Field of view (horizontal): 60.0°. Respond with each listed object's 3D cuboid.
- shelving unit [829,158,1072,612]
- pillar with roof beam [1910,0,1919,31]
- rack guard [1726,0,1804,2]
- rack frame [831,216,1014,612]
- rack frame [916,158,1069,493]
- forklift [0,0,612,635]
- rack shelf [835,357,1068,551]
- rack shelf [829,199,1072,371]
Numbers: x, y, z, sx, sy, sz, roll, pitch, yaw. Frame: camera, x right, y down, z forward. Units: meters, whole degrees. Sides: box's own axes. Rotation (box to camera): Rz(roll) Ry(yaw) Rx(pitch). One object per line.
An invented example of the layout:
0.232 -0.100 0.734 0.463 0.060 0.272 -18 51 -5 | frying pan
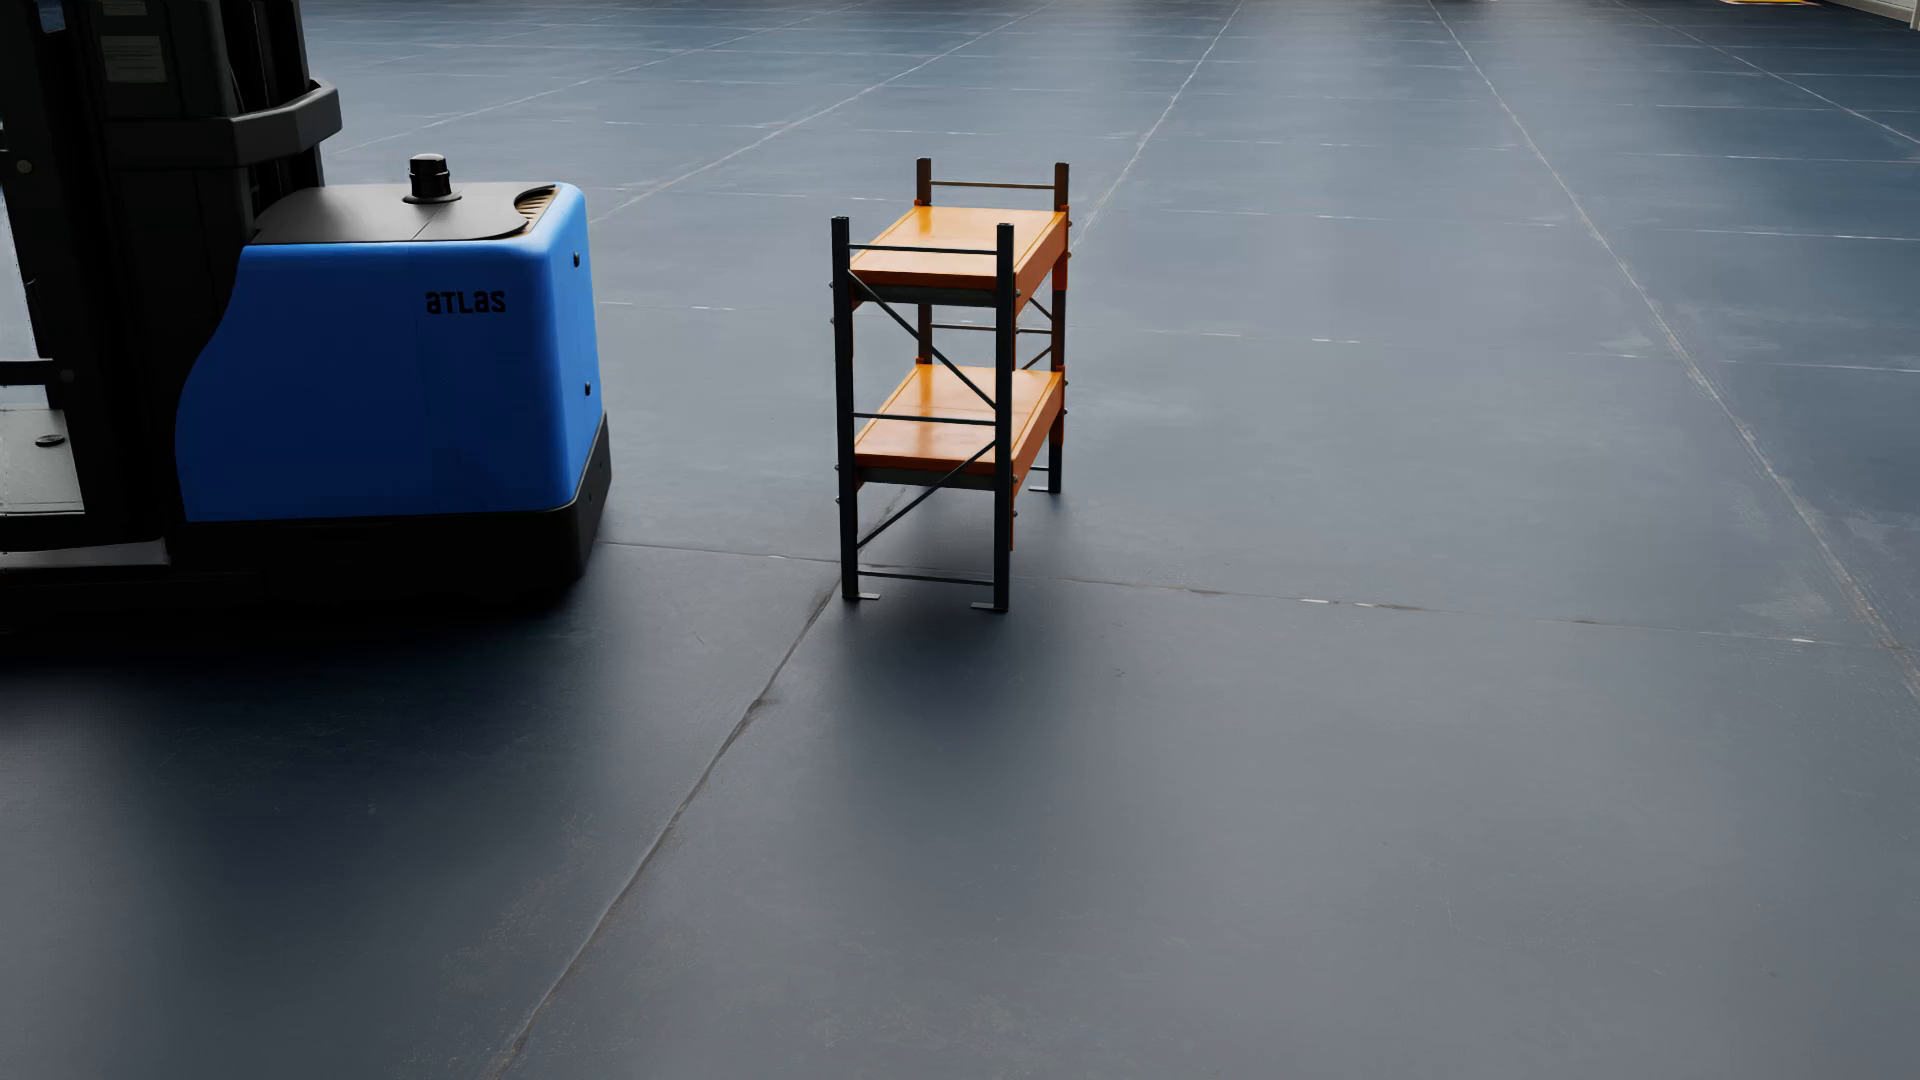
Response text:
0.001 -0.524 5.150 0.538 1.125 1.048 4 22 11 | shelving unit
8.856 -11.401 21.617 9.100 9.000 0.400 4 22 11 | pillar with roof beam
13.266 -9.130 27.355 1.175 0.500 0.348 4 22 11 | rack guard
-0.102 -0.338 4.688 0.500 1.125 0.032 4 22 11 | rack frame
0.105 -0.710 5.611 0.500 1.125 0.032 4 22 11 | rack frame
-2.658 -1.293 4.641 3.031 2.935 1.130 -2 22 -5 | forklift
0.001 -0.297 5.241 0.538 0.278 1.000 4 22 11 | rack shelf
0.001 -0.796 5.040 0.538 0.278 1.000 4 22 11 | rack shelf
